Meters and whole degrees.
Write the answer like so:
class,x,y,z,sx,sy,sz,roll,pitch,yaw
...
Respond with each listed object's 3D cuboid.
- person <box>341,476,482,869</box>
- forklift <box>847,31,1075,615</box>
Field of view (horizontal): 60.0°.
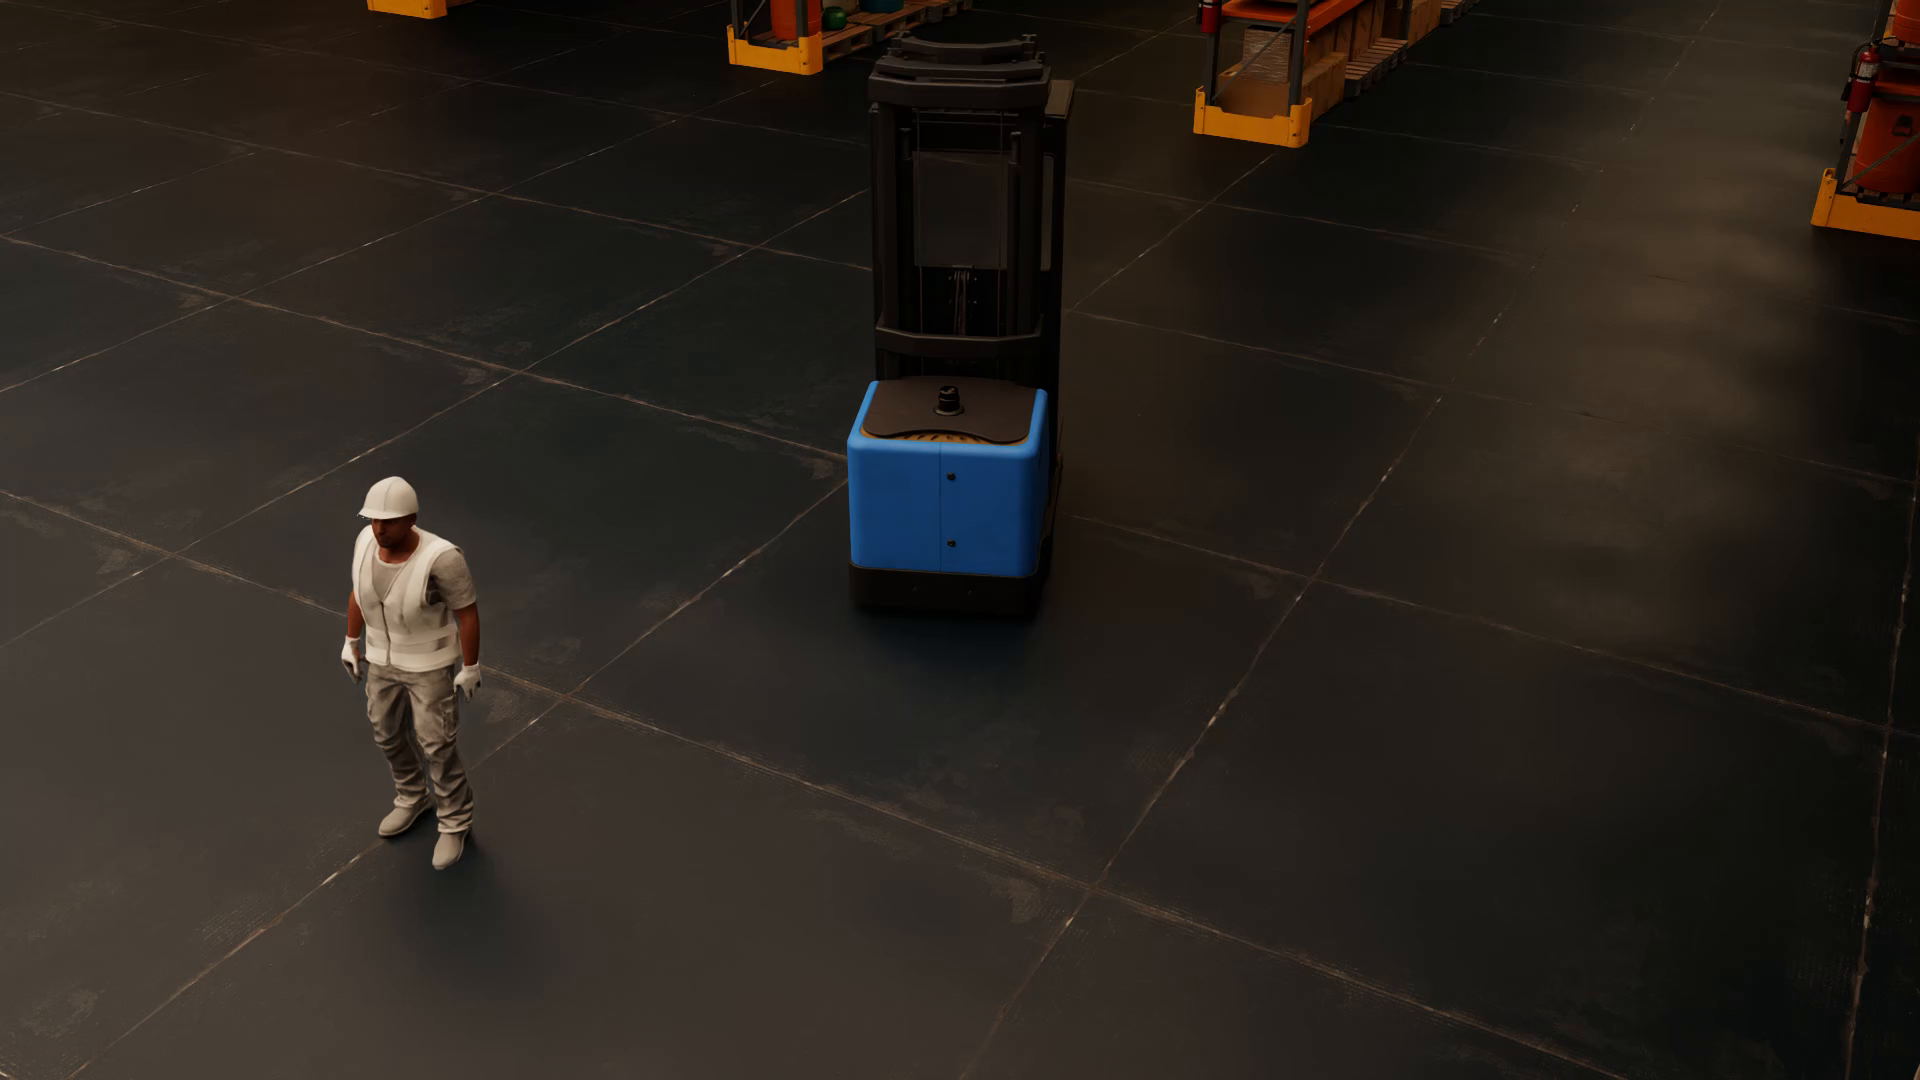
class,x,y,z,sx,sy,sz,roll,pitch,yaw
person,-2.426,0.563,7.270,0.648,1.804,0.507,11,32,18
forklift,0.072,-1.572,9.794,1.130,2.935,3.031,3,30,6
